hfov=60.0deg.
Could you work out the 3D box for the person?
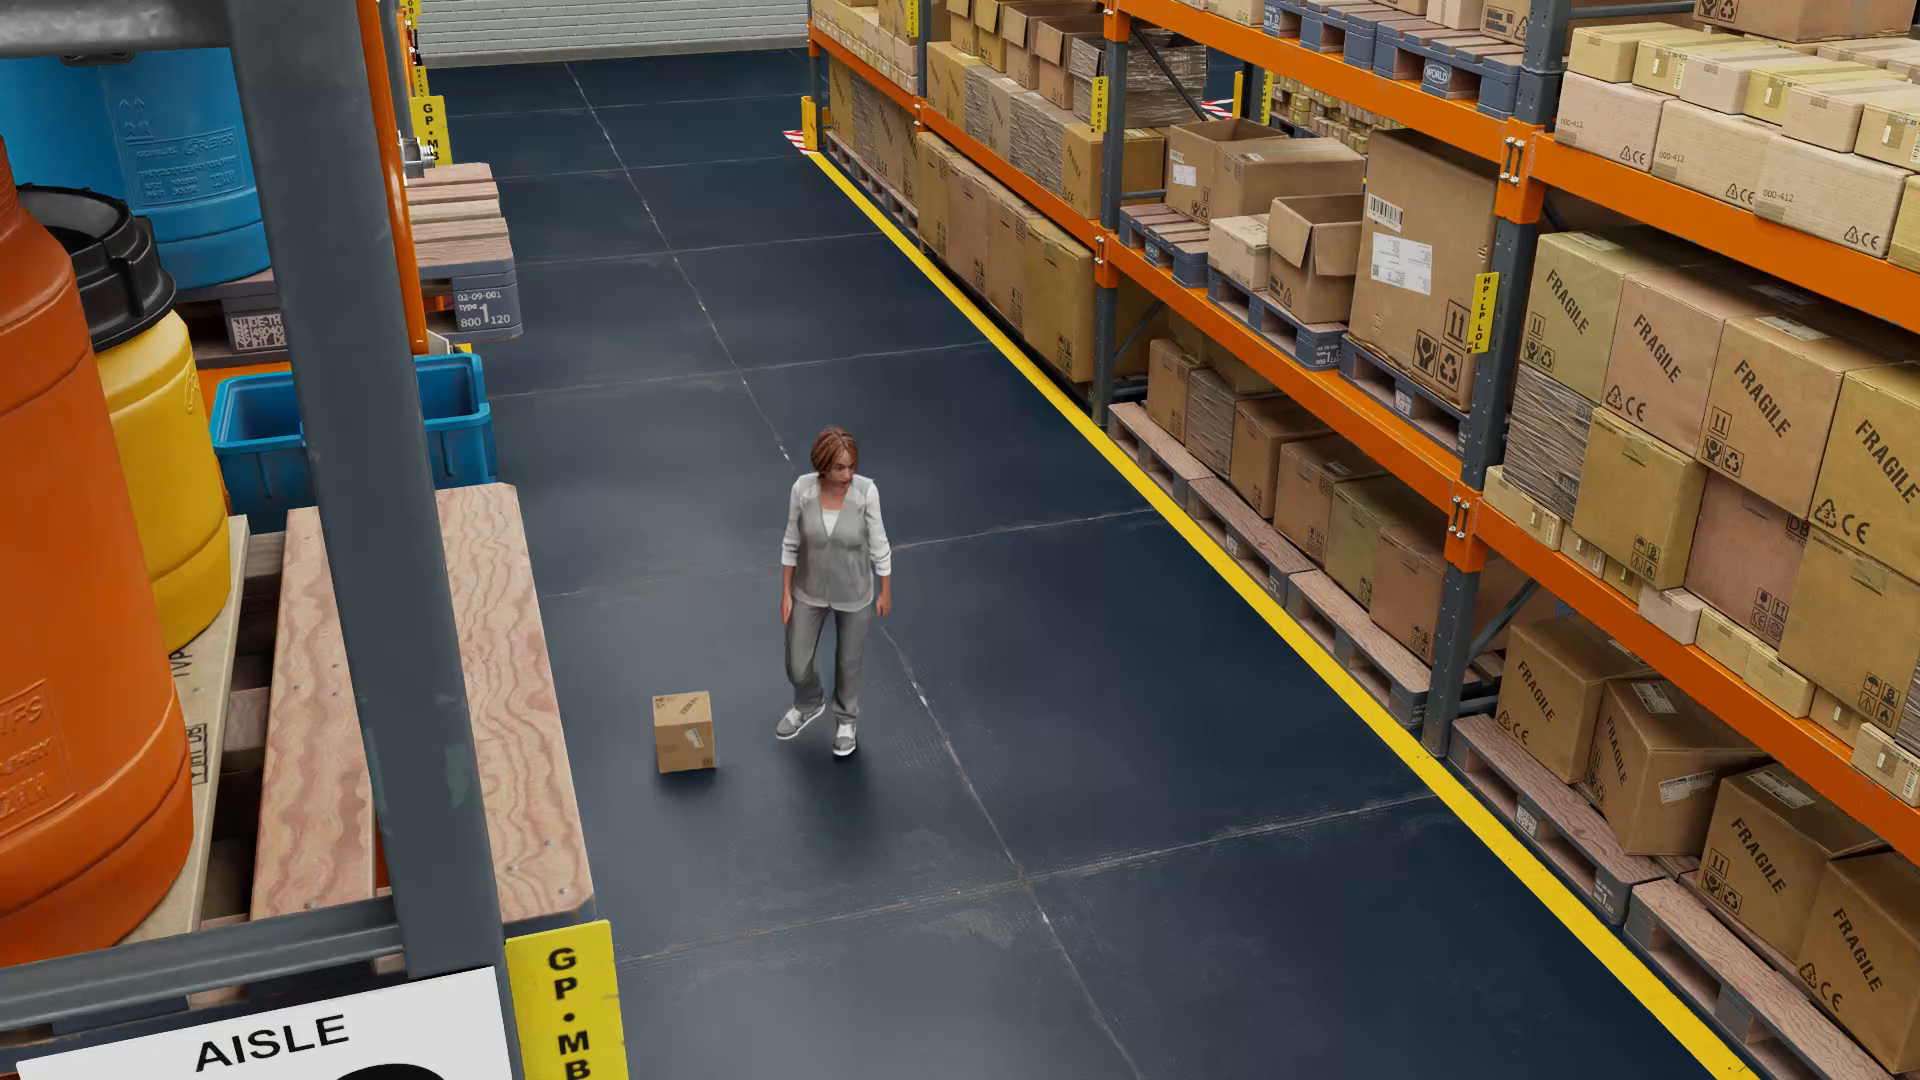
[{"bbox_3d":[-0.564,0.232,7.132,0.545,1.586,0.409,1,27,1],"label":"person"}]
